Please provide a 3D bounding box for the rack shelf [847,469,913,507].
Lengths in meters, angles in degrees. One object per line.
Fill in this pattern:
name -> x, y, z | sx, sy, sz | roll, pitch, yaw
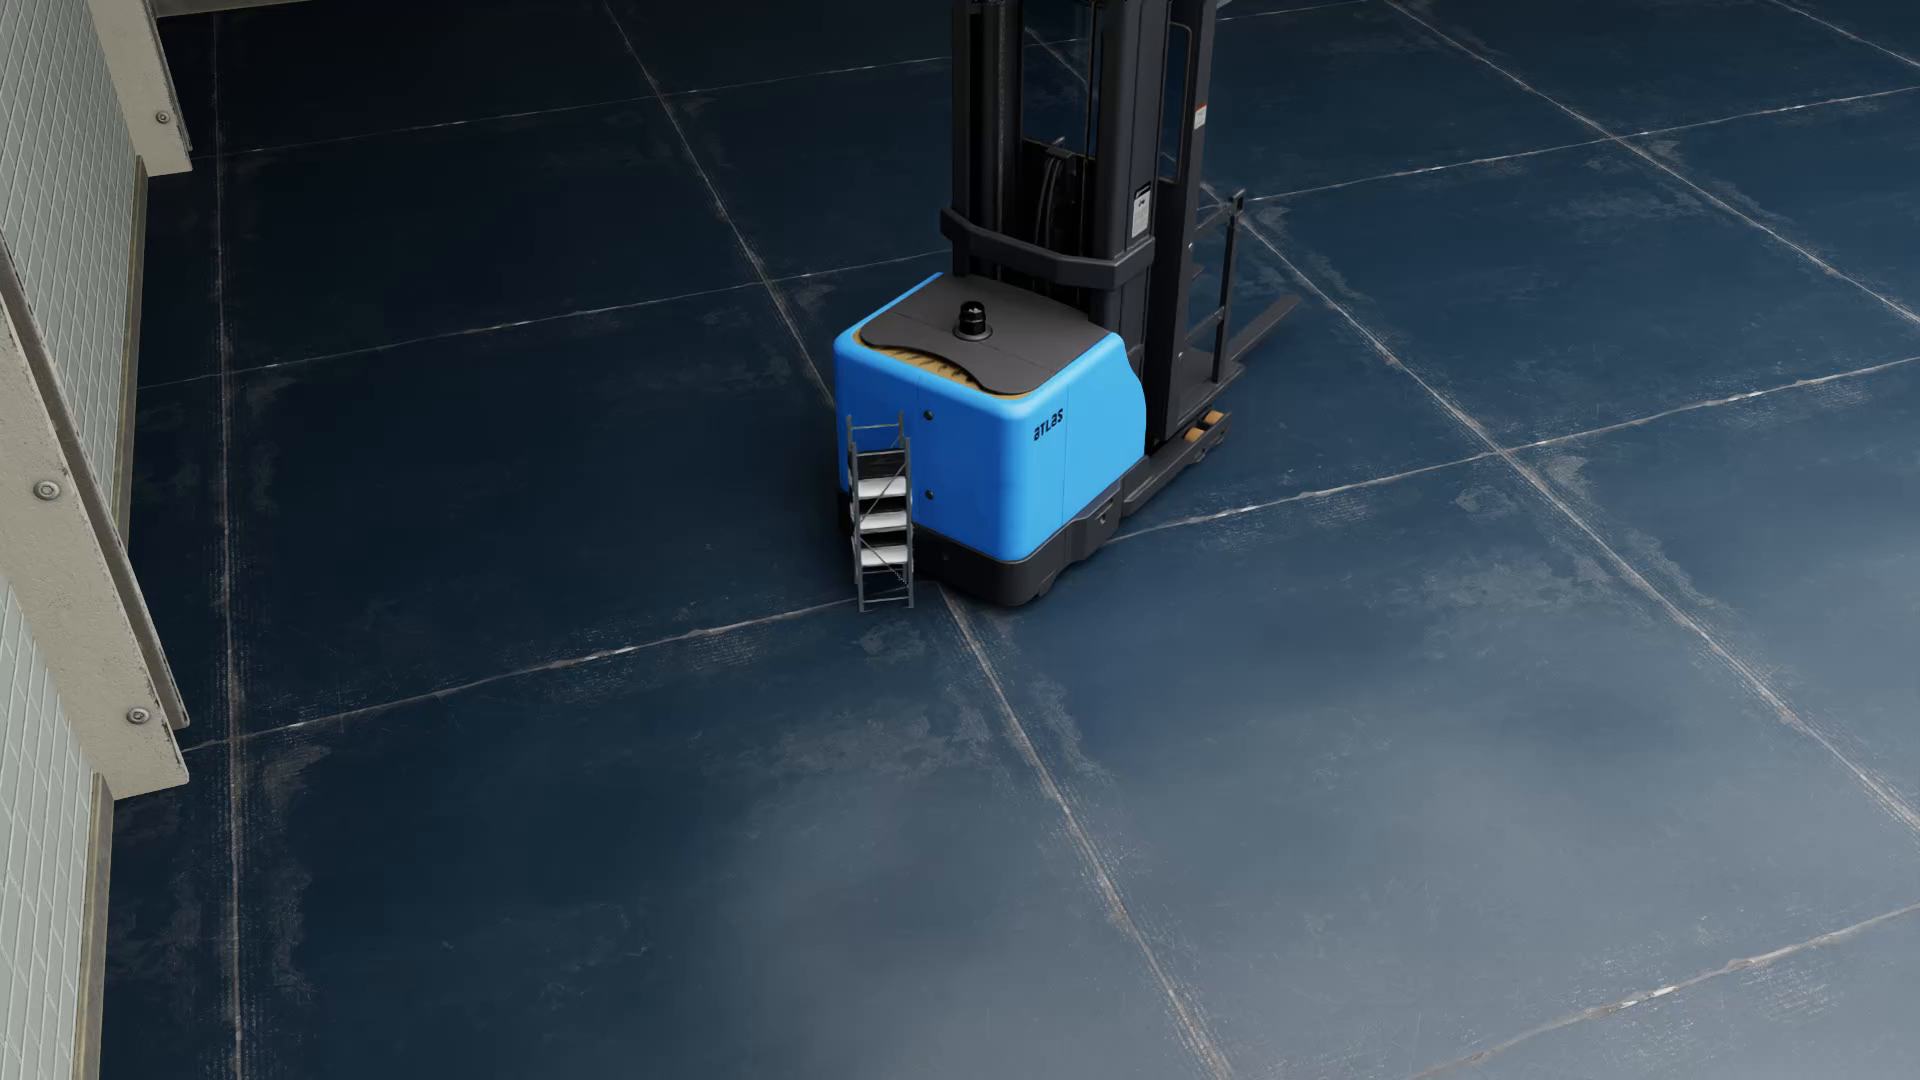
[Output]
rack shelf -> -0.341, -0.226, 7.058 | 0.258, 0.077, 0.200 | -5, 37, -7

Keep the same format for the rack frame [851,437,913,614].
rack frame -> -0.325, -0.049, 7.066 | 0.240, 0.900, 0.006 | -5, 37, -7

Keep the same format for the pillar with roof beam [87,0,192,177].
pillar with roof beam -> -1.247, -7.007, 9.574 | 9.100, 9.000, 0.400 | -12, 39, -16

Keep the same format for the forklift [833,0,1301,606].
forklift -> 0.714, -1.718, 7.594 | 1.130, 2.935, 3.031 | 24, 43, 28

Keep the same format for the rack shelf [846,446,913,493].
rack shelf -> -0.341, -0.298, 7.004 | 0.258, 0.077, 0.200 | -5, 37, -7

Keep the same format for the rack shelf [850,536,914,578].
rack shelf -> -0.341, 0.061, 7.275 | 0.258, 0.077, 0.200 | -5, 37, -7

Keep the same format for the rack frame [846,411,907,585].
rack frame -> -0.356, -0.169, 7.227 | 0.240, 0.900, 0.006 | -5, 37, -7

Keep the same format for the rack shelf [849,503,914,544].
rack shelf -> -0.341, -0.082, 7.167 | 0.258, 0.077, 0.200 | -5, 37, -7

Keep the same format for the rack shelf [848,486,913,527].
rack shelf -> -0.341, -0.154, 7.113 | 0.258, 0.077, 0.200 | -5, 37, -7

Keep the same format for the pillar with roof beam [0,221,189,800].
pillar with roof beam -> 0.818, -3.618, 5.074 | 9.100, 9.000, 0.400 | -12, 39, -16

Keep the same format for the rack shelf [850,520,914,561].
rack shelf -> -0.341, -0.010, 7.221 | 0.258, 0.077, 0.200 | -5, 37, -7

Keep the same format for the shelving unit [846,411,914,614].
shelving unit -> -0.341, -0.109, 7.147 | 0.258, 0.900, 0.210 | -5, 37, -7
